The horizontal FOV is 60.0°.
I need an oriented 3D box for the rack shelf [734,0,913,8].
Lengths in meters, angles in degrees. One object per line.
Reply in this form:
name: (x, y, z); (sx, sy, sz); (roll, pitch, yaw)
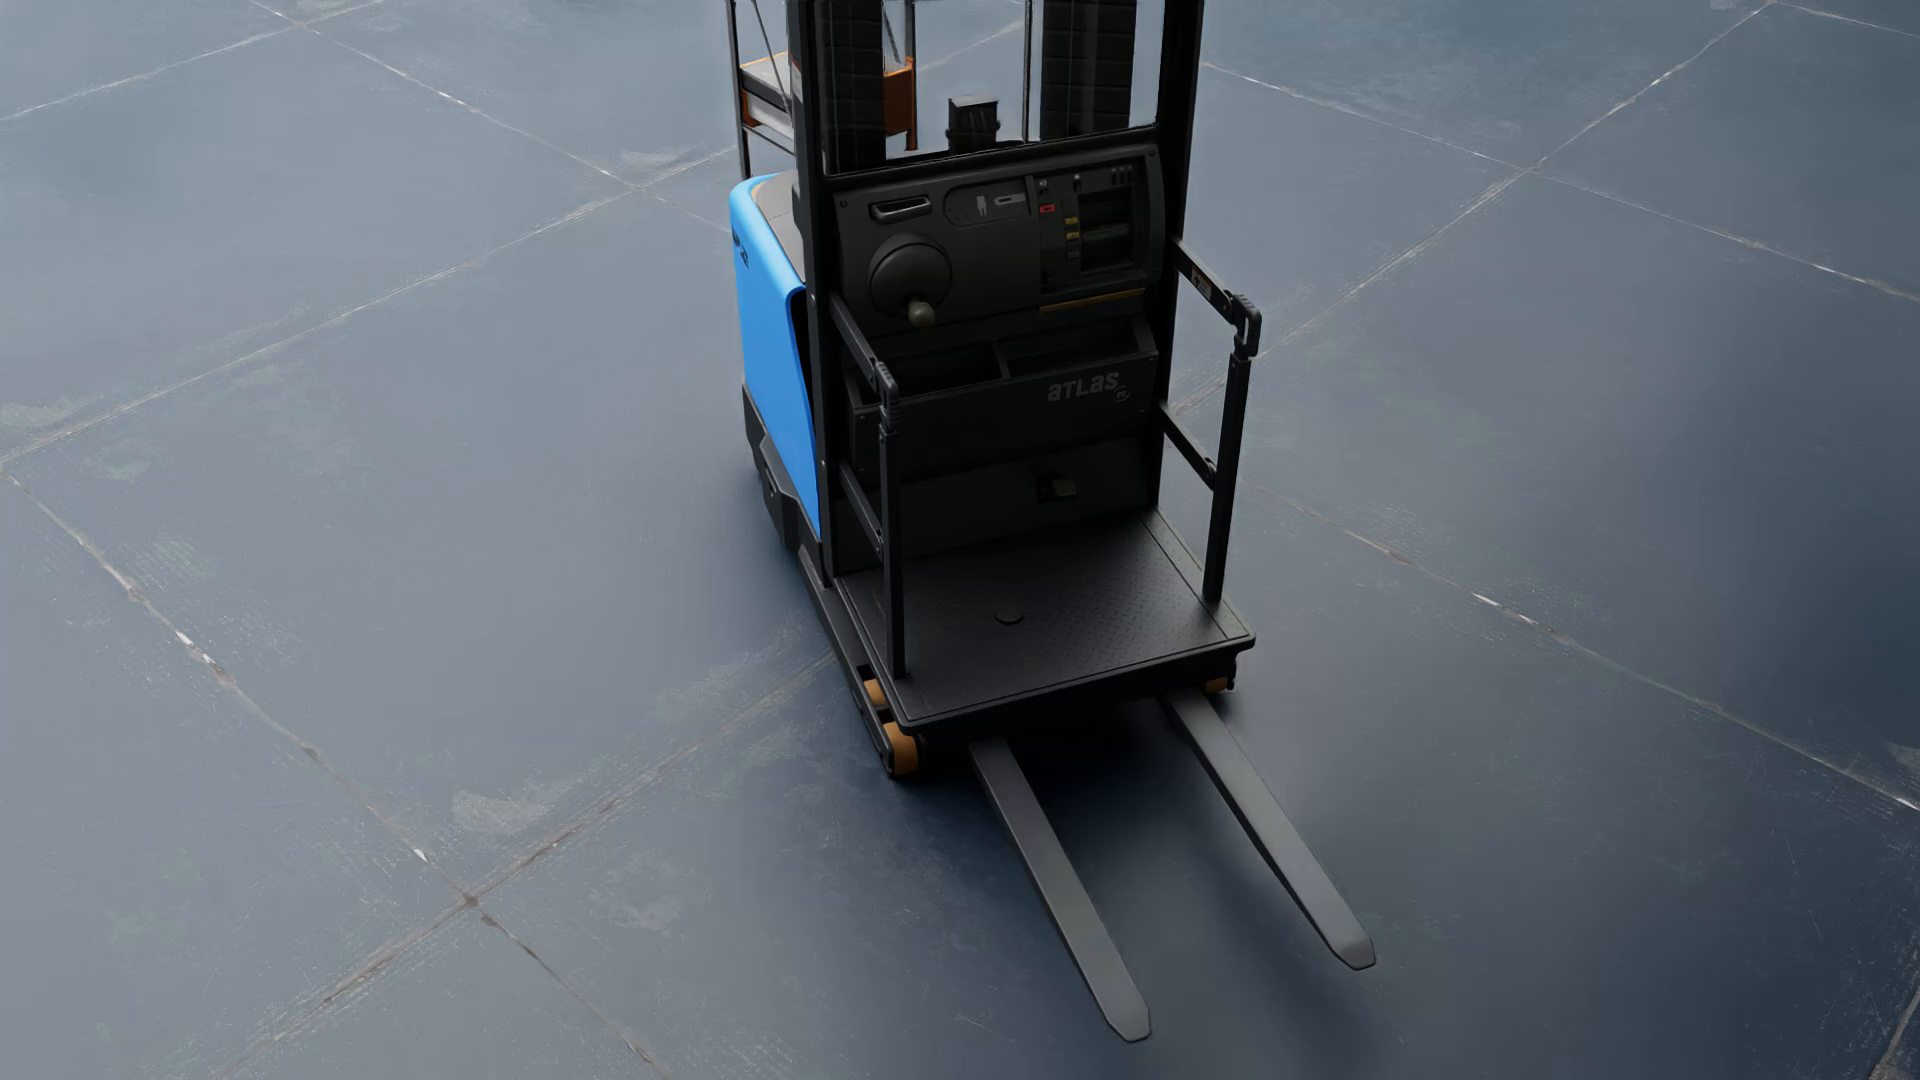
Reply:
rack shelf: (-0.476, -2.021, 5.502); (0.480, 0.518, 0.431); (-27, 46, -30)

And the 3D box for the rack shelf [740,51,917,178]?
rack shelf: (-0.476, -1.473, 5.937); (0.480, 0.518, 0.431); (-27, 46, -30)

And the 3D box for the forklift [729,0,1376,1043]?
forklift: (0.194, -0.748, 4.335); (1.130, 2.935, 3.031); (-13, 40, -15)

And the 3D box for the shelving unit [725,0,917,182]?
shelving unit: (-0.476, -1.484, 5.928); (0.503, 2.100, 0.431); (-27, 46, -30)

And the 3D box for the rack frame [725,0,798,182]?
rack frame: (-0.664, -1.387, 5.806); (0.015, 2.100, 0.400); (-27, 46, -30)

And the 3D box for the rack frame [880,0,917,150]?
rack frame: (-0.288, -1.581, 6.050); (0.015, 2.100, 0.400); (-27, 46, -30)
